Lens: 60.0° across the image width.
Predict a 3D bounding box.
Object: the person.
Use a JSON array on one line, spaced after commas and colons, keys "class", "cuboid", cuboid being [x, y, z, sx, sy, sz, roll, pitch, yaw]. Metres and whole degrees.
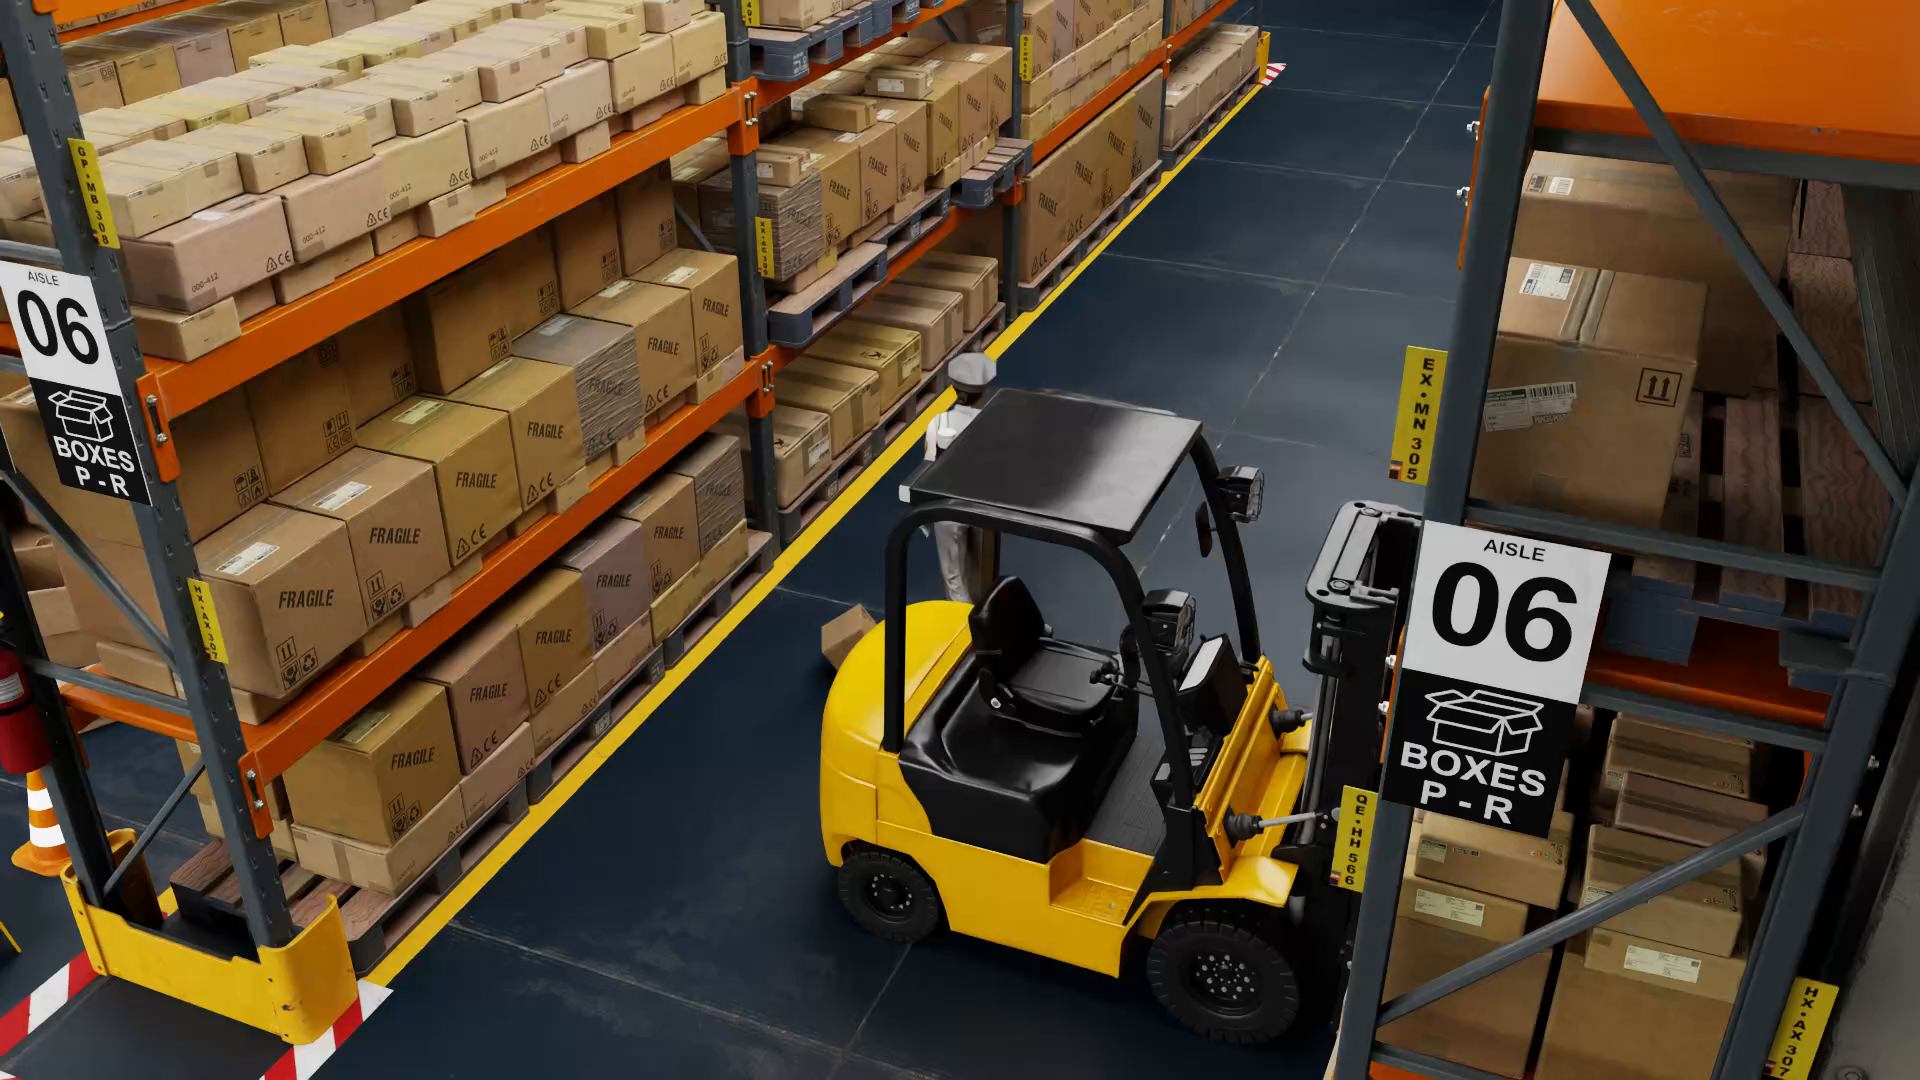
[{"class": "person", "cuboid": [0.044, -0.154, 8.643, 0.529, 1.660, 0.598, -7, 31, -12]}]
